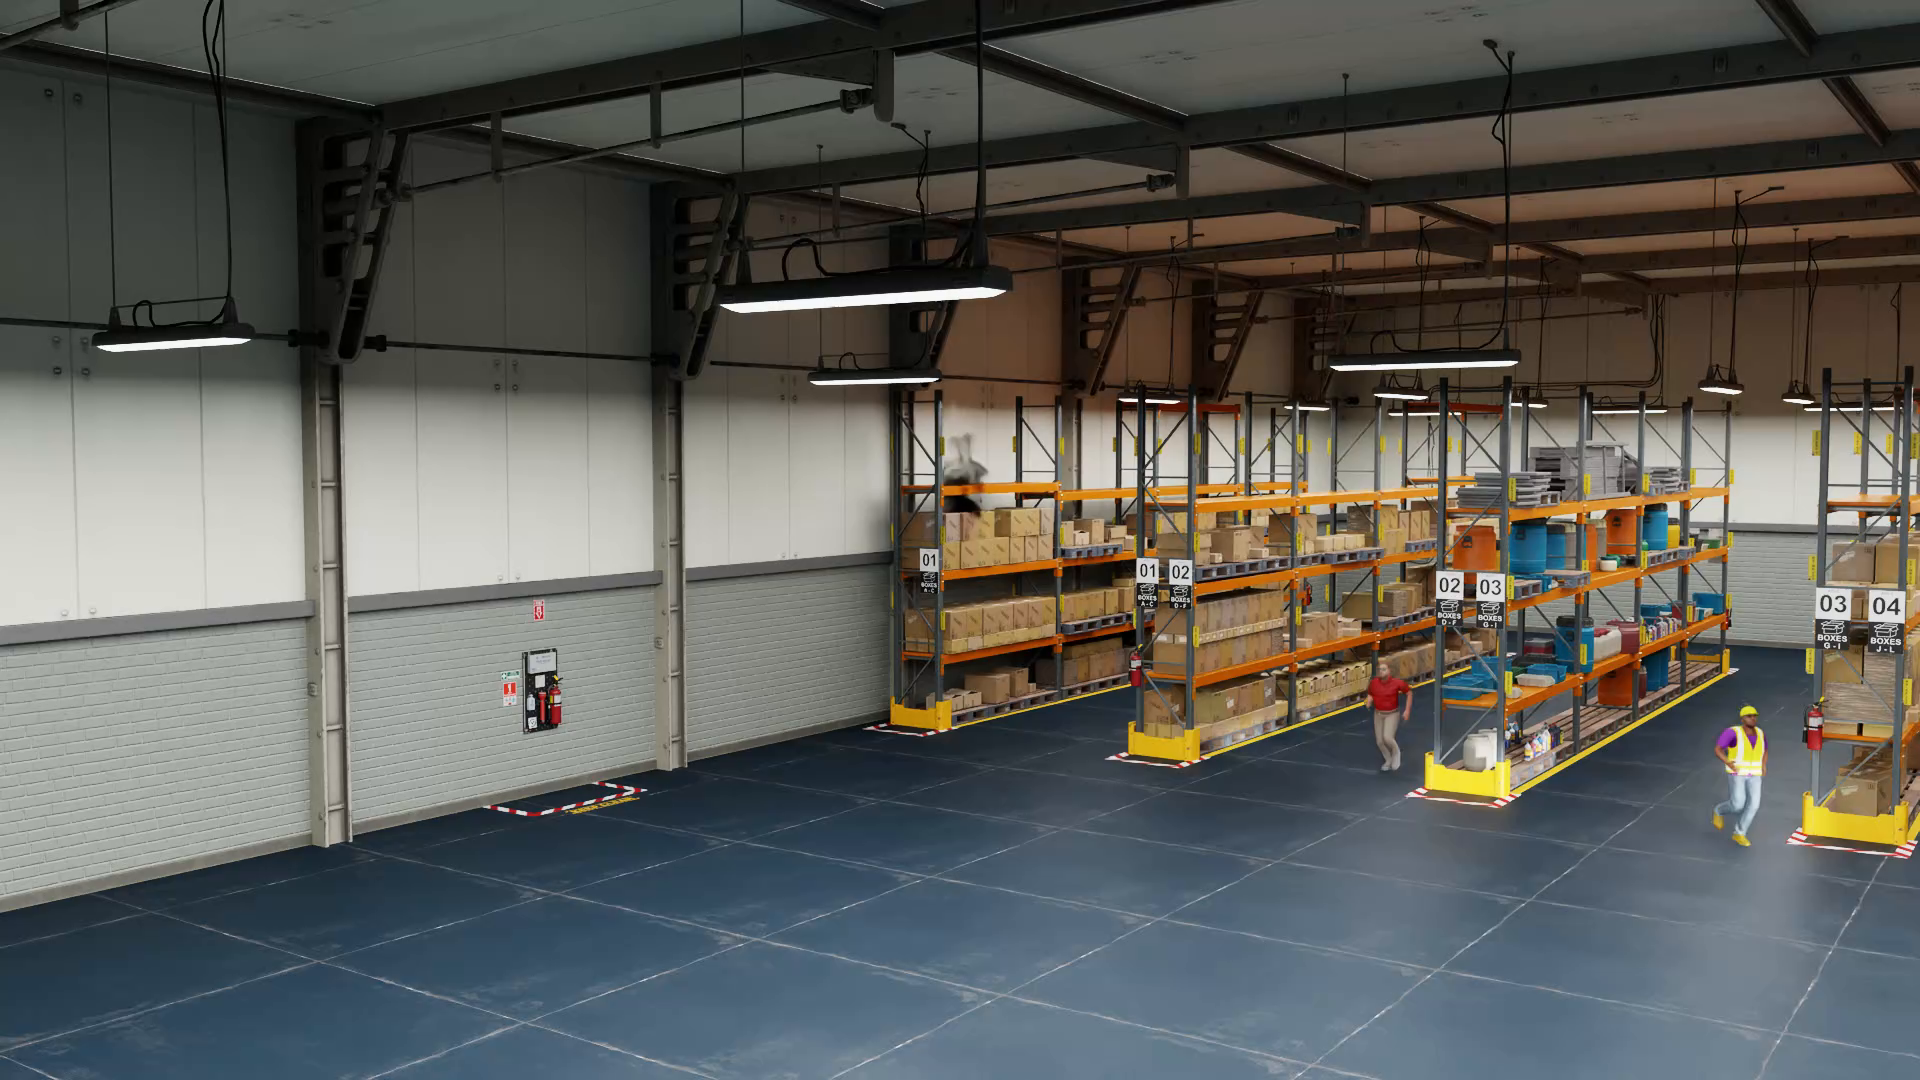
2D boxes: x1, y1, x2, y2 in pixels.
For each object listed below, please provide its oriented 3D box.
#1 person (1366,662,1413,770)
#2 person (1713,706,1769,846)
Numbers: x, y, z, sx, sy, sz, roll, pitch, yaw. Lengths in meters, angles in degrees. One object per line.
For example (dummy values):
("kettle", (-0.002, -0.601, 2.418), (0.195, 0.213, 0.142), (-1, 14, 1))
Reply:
("person", (6.549, 2.717, 25.557), (0.669, 1.678, 0.721), (3, 4, 41))
("person", (9.942, 2.960, 21.125), (0.722, 1.732, 0.667), (0, 3, -3))
